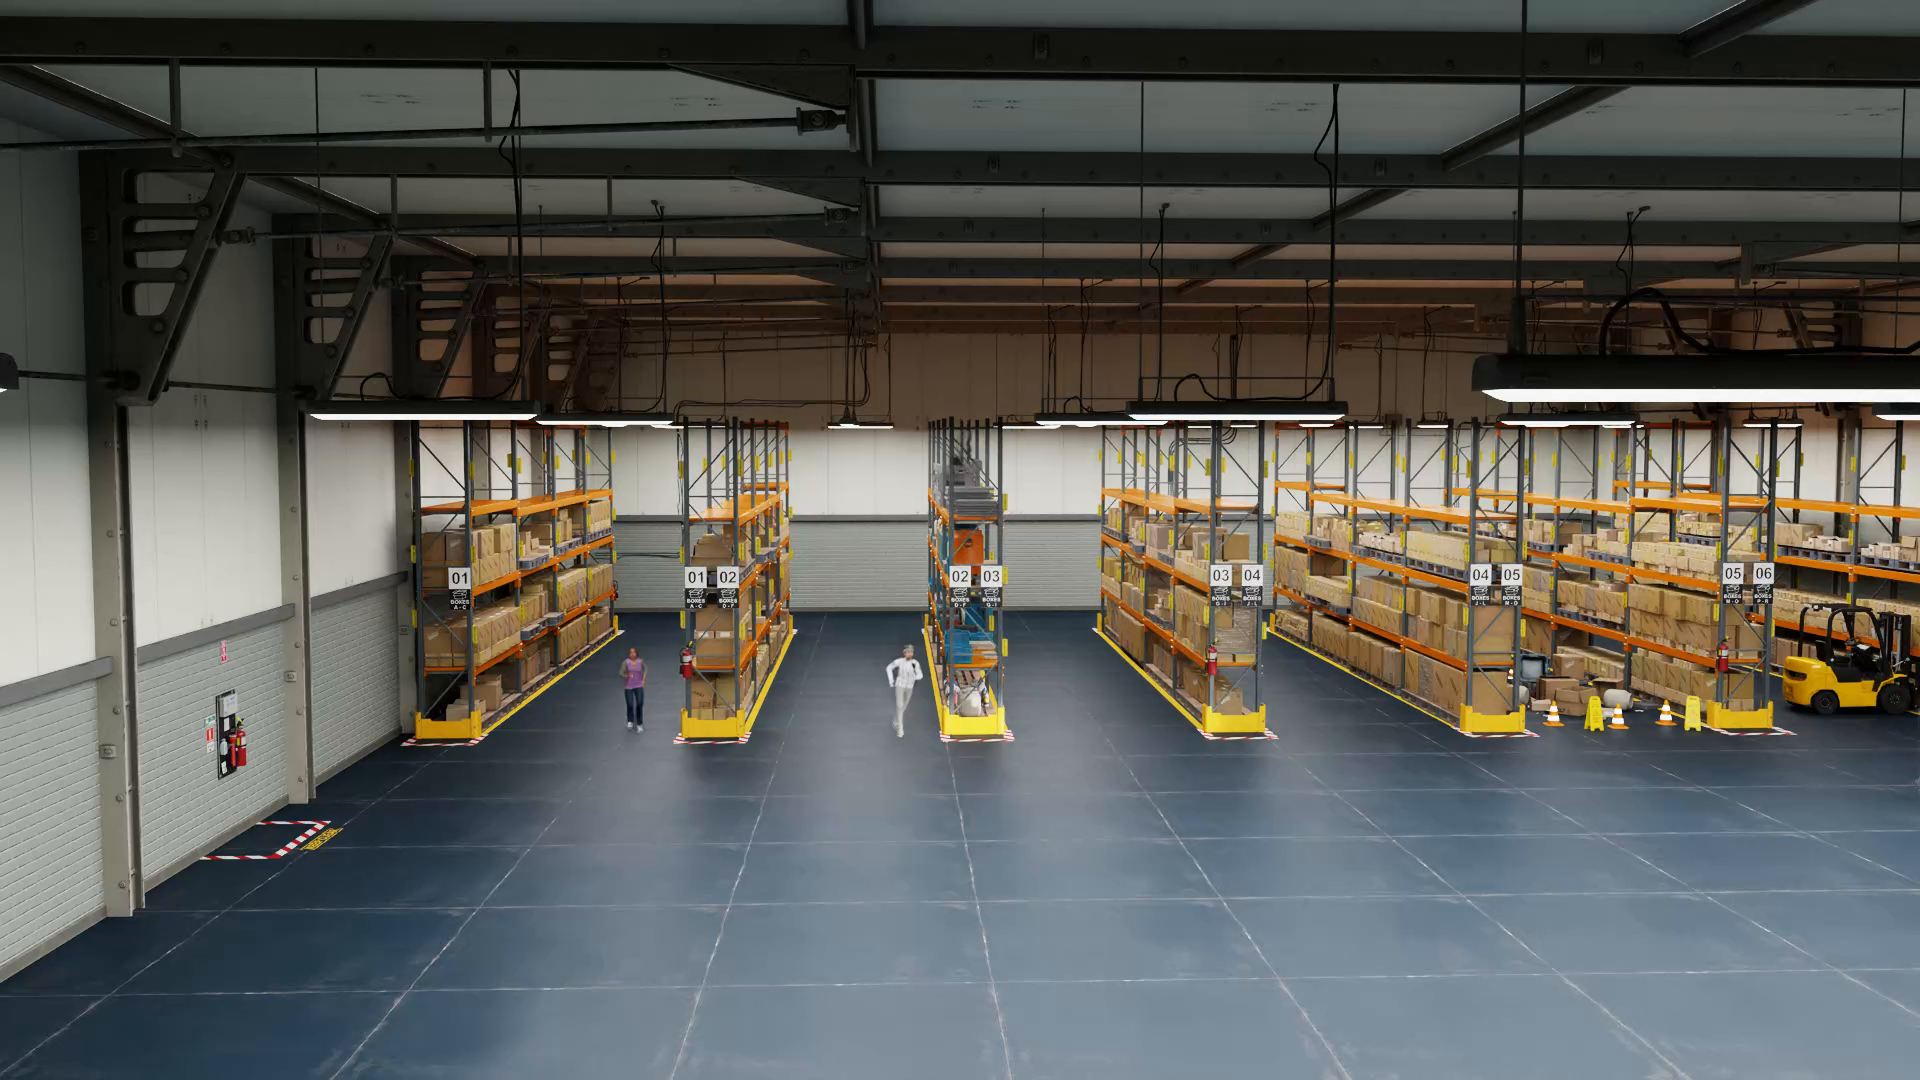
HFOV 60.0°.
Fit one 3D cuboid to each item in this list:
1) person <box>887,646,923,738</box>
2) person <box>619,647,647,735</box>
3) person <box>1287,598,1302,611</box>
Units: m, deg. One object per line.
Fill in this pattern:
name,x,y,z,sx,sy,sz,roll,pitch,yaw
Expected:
person,-1.025,2.832,31.555,0.656,1.681,0.900,-1,4,-19
person,-6.215,2.858,31.660,0.538,1.661,0.649,-1,4,-13
person,9.904,1.703,49.122,0.704,1.628,0.650,3,5,36
